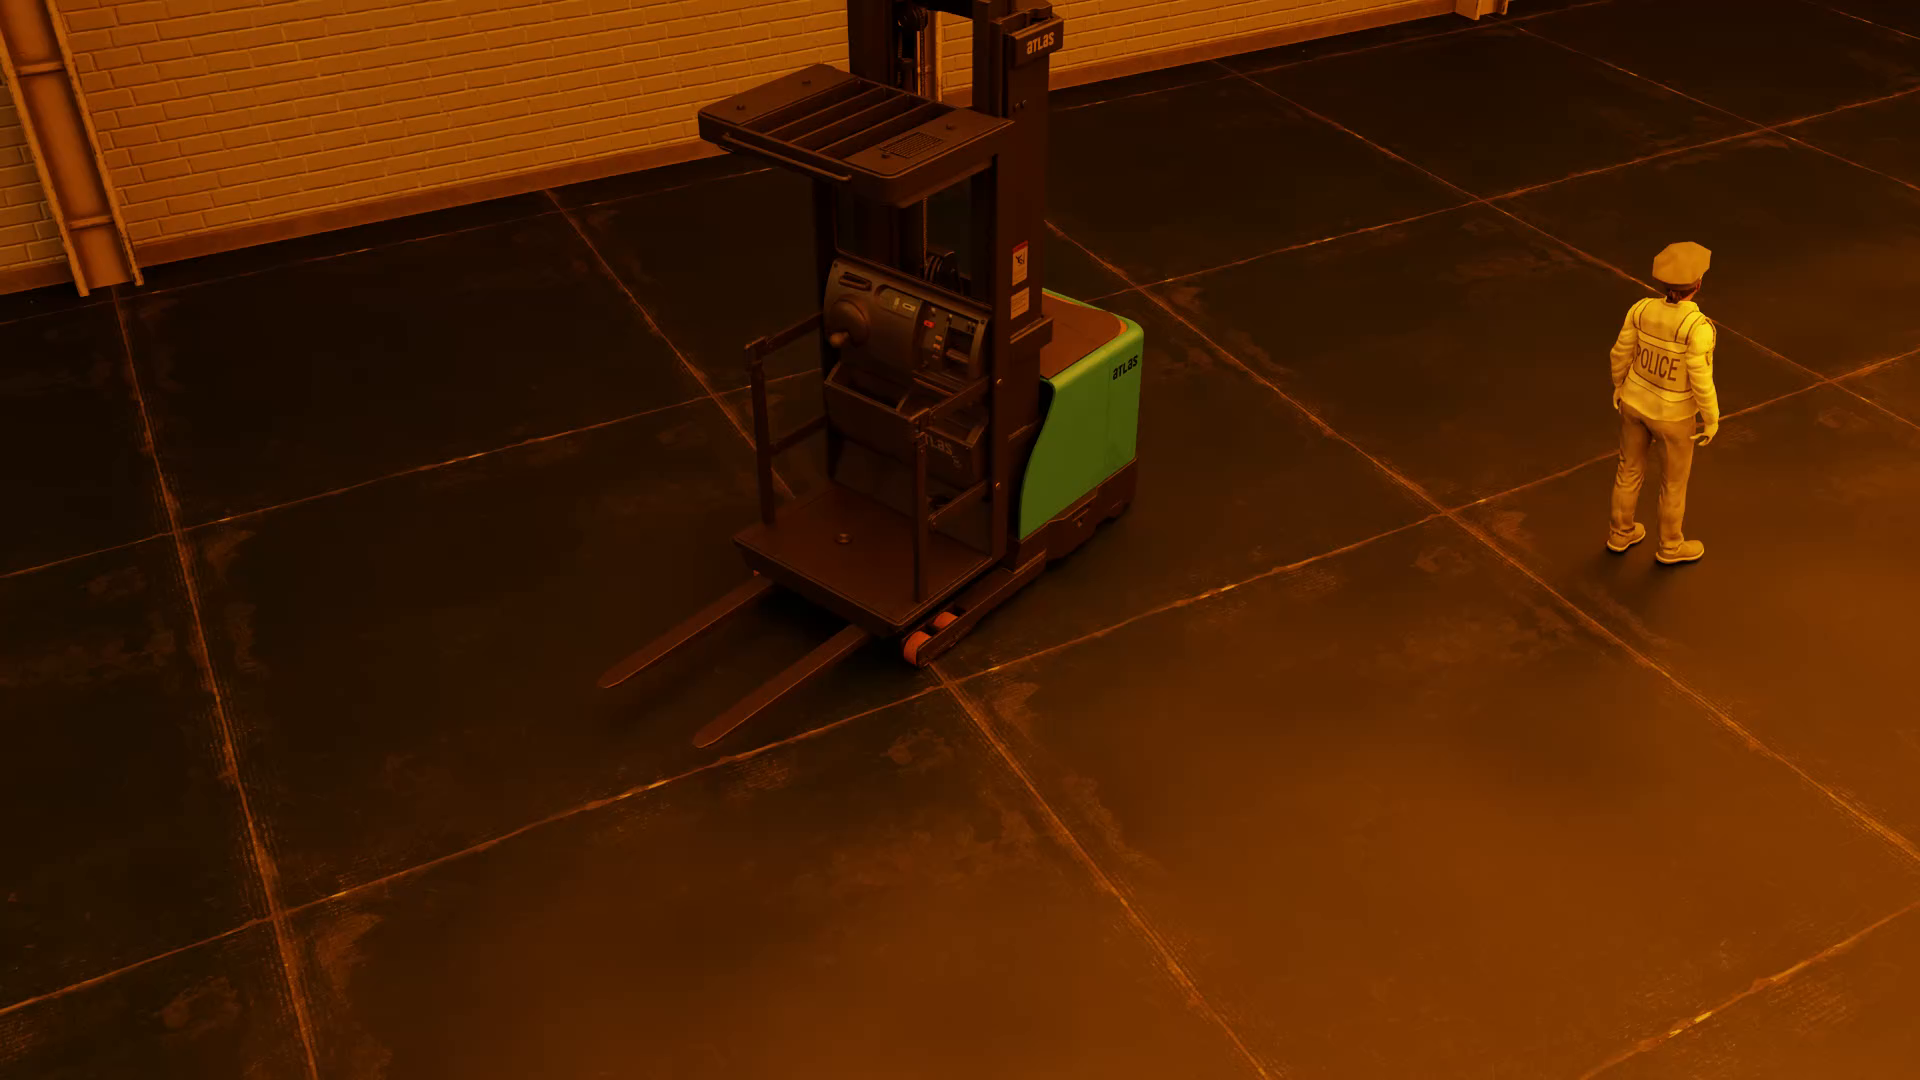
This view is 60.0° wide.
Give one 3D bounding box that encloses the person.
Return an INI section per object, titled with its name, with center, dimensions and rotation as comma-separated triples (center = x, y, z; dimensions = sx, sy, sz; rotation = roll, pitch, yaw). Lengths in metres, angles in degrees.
[person]
center = 3.461, -0.670, 8.129
dimensions = 0.531, 1.694, 0.588
rotation = -22, 41, -28

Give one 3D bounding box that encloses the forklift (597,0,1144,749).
[forklift]
center = -0.390, -0.927, 7.434
dimensions = 1.130, 2.935, 3.031
rotation = 26, 43, 31
